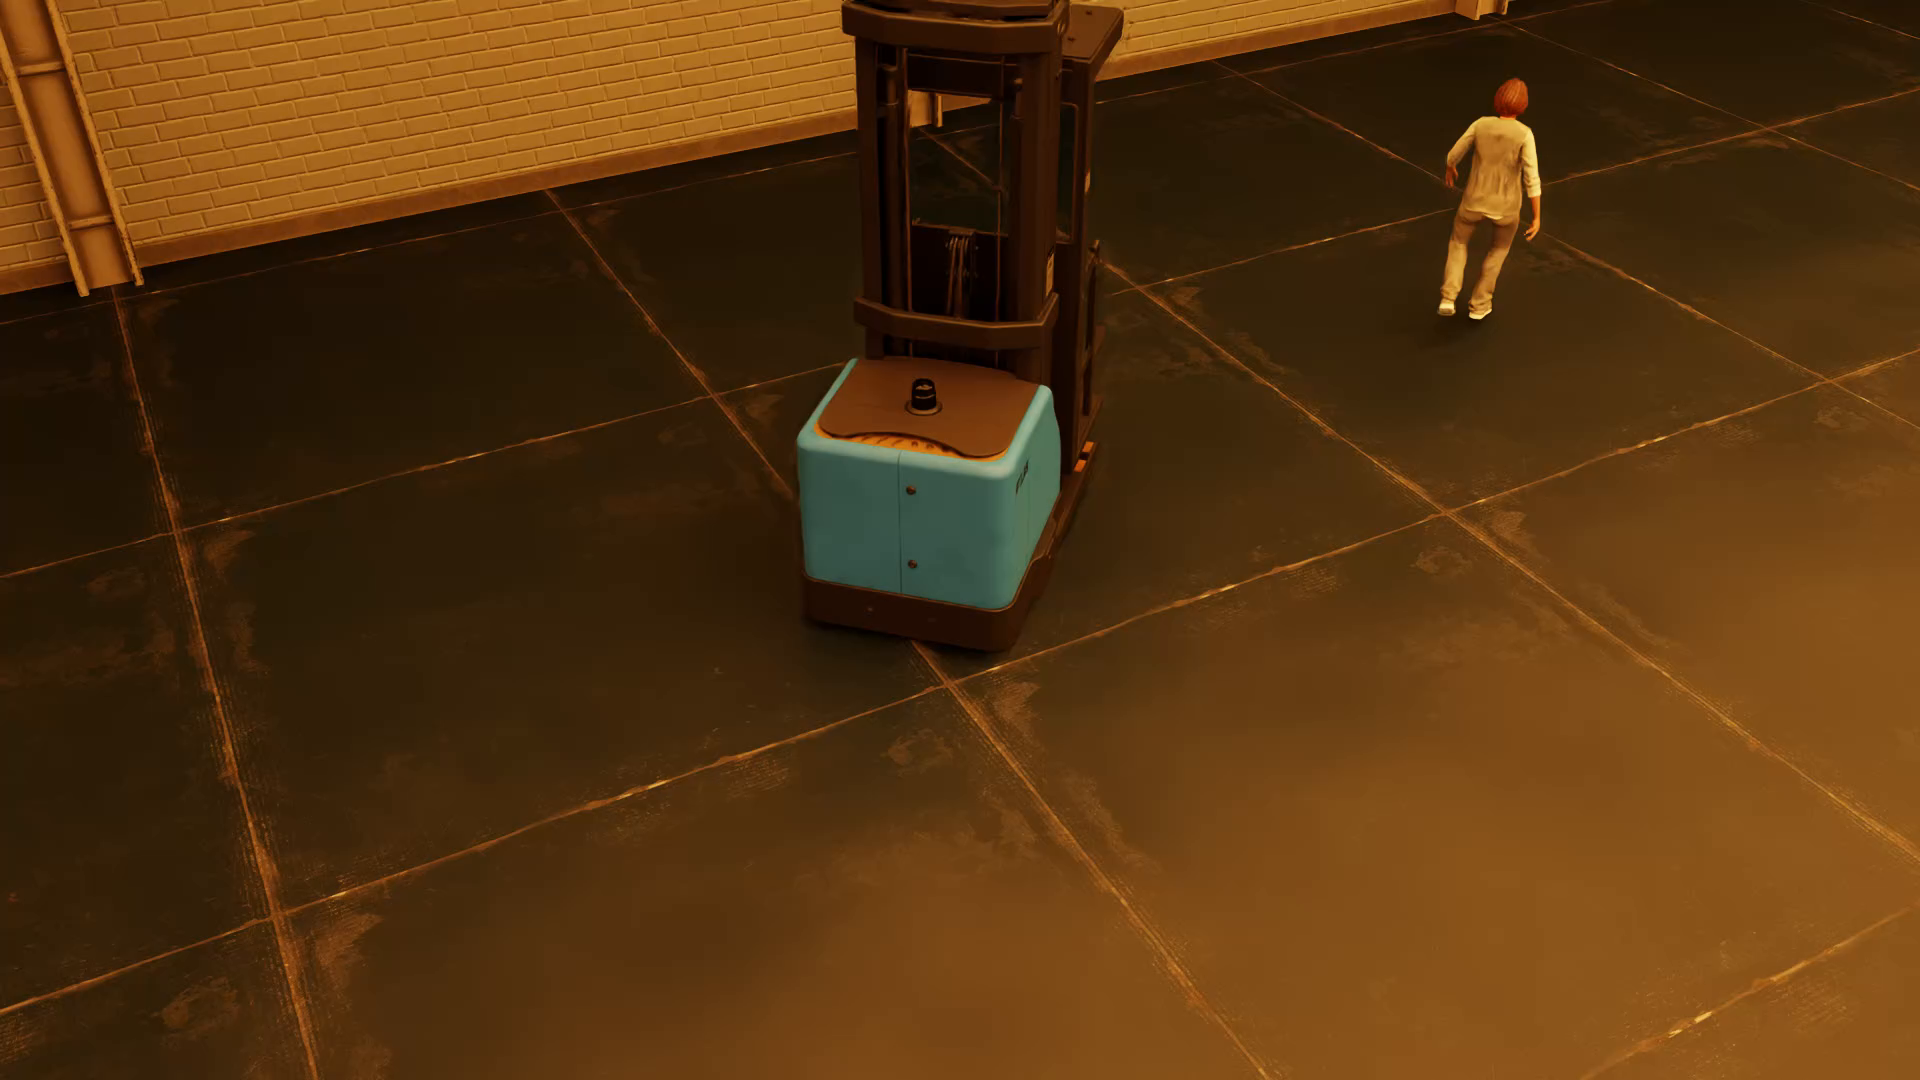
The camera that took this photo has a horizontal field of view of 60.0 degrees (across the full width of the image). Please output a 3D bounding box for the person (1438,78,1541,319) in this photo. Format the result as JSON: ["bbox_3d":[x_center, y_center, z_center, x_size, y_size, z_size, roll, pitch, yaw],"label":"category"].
[{"bbox_3d":[3.227,-2.040,10.142,0.653,1.551,0.537,16,38,22],"label":"person"}]

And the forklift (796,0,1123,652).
[{"bbox_3d":[0.139,-1.523,8.278,1.130,2.935,3.031,9,36,13],"label":"forklift"}]
